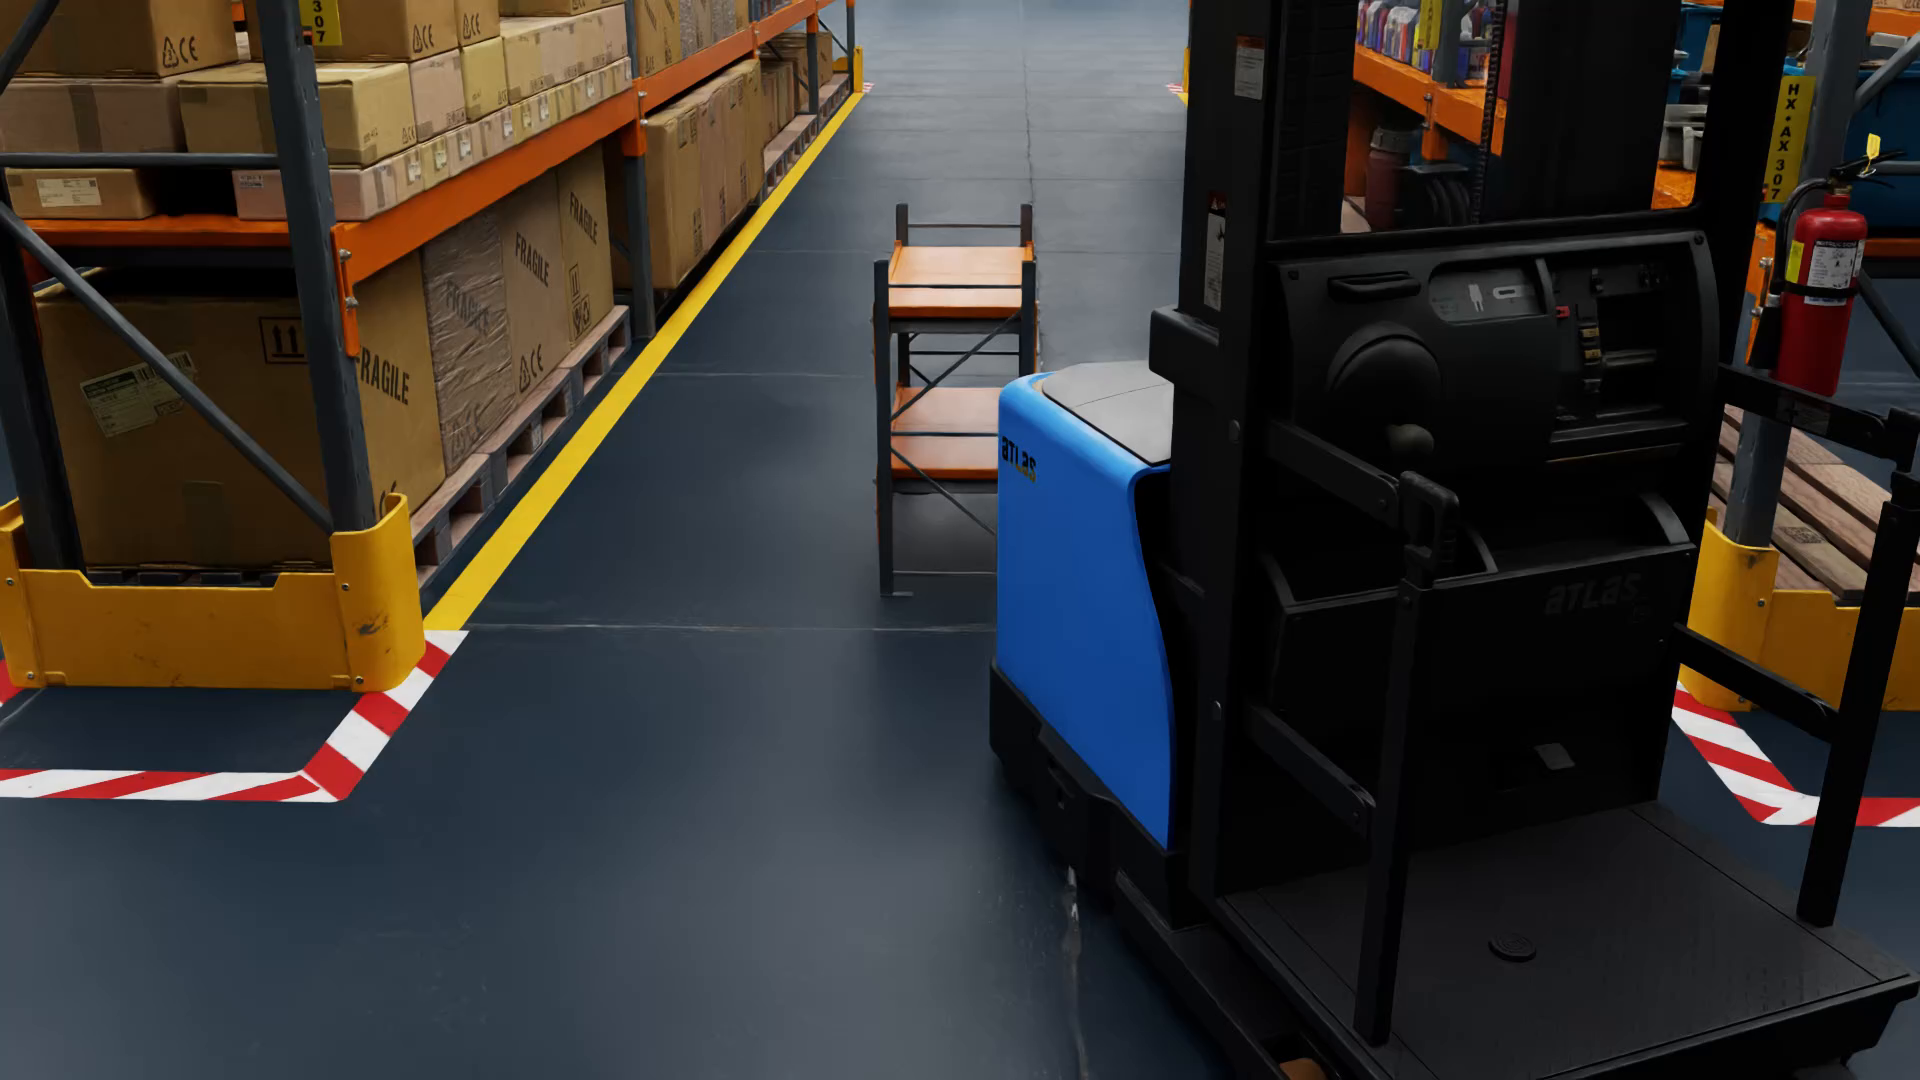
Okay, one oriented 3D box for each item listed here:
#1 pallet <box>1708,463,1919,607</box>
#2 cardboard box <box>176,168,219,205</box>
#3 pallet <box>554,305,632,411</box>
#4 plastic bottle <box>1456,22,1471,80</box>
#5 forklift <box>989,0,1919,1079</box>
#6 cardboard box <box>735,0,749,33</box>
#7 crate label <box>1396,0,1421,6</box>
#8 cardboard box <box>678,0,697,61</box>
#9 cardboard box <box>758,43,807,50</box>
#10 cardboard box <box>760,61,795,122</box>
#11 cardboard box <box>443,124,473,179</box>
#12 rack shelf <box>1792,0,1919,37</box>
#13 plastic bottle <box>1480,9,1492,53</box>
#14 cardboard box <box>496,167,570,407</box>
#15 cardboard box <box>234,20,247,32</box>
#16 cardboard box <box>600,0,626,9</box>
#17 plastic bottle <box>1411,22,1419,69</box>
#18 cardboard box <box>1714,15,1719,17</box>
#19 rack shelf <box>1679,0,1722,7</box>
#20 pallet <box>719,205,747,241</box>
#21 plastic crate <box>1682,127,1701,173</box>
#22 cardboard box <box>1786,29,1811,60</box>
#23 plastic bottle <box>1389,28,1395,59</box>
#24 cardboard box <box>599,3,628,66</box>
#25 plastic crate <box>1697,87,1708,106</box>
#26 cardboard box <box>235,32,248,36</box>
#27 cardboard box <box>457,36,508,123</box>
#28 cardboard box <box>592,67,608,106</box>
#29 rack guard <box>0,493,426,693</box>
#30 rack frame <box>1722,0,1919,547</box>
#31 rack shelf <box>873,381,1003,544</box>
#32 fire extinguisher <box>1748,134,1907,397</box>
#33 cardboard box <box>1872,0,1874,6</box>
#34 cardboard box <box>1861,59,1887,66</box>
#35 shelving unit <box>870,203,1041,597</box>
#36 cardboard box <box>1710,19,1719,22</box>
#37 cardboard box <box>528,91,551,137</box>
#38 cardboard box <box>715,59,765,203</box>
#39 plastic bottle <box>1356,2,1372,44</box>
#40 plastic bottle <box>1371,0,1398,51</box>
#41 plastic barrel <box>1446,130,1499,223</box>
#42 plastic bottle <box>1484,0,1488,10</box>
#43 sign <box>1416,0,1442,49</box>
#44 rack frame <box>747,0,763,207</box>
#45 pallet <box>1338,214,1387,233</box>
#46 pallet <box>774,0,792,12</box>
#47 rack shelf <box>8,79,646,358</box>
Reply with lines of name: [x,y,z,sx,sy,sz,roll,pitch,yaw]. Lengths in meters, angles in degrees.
pallet: [2.777,0.030,5.660,1.003,0.211,1.213,1,21,2]
cardboard box: [-2.549,-1.136,5.158,0.380,0.149,0.250,1,21,2]
pallet: [-2.217,-0.899,8.054,1.003,0.211,1.213,1,21,2]
plastic bottle: [2.524,-2.507,8.515,0.152,0.276,0.135,1,21,2]
forklift: [1.071,-0.334,2.838,1.130,2.935,3.031,-8,23,-19]
cardboard box: [-1.761,-3.785,11.499,0.500,0.500,0.500,1,21,3]
crate label: [3.344,-3.935,12.256,0.303,0.233,0.416,1,21,2]
cardboard box: [-1.821,-3.046,9.595,0.500,0.500,0.500,0,21,0]
cardboard box: [-1.870,-4.973,17.574,0.500,0.500,0.500,-1,21,-3]
cardboard box: [-1.912,-4.184,15.512,0.700,0.500,0.500,-1,21,-3]
cardboard box: [-1.876,-1.314,5.617,0.380,0.149,0.250,0,21,1]
rack shelf: [7.969,-4.197,13.693,1.077,0.370,4.000,1,21,2]
plastic bottle: [3.158,-3.054,9.931,0.097,0.271,0.097,0,21,0]
cardboard box: [-2.243,-1.115,7.113,0.875,0.875,0.875,1,21,2]
cardboard box: [-6.738,-4.889,16.838,0.875,0.875,0.875,1,21,2]
cardboard box: [-1.862,-2.722,7.658,0.500,0.500,0.500,1,21,3]
plastic bottle: [2.536,-2.732,8.991,0.144,0.351,0.185,1,21,2]
cardboard box: [8.417,-5.406,17.999,0.500,0.500,0.500,1,21,2]
rack shelf: [8.090,-5.643,17.421,1.077,0.370,4.000,1,21,2]
pallet: [-2.093,-2.335,11.756,1.003,0.211,1.213,1,21,2]
plastic crate: [2.581,-1.279,5.460,0.396,0.136,0.243,1,21,2]
cardboard box: [8.357,-4.683,16.136,0.500,0.500,0.500,1,21,2]
plastic bottle: [2.531,-2.877,9.573,0.097,0.201,0.097,0,21,0]
cardboard box: [-1.866,-2.379,7.811,0.500,0.250,0.500,0,21,1]
plastic crate: [3.083,-1.691,6.522,0.293,0.136,0.466,1,21,2]
cardboard box: [-2.445,-1.830,6.394,0.500,0.250,0.500,1,21,2]
cardboard box: [-1.925,-1.636,5.895,0.500,0.250,0.500,0,21,0]
cardboard box: [-1.813,-2.056,7.529,0.380,0.149,0.250,0,21,1]
rack guard: [-2.238,0.147,4.959,1.175,0.500,0.348,1,21,2]
rack frame: [2.714,-0.972,4.388,1.000,3.000,0.127,1,21,2]
rack shelf: [0.000,-0.294,5.908,0.538,0.278,1.000,1,21,2]
fire extinguisher: [2.255,-0.713,4.342,0.296,0.674,0.183,1,21,2]
cardboard box: [7.974,-4.834,14.203,0.500,0.500,0.500,2,21,6]
cardboard box: [8.304,-4.281,15.361,0.500,0.311,0.500,1,21,2]
shelving unit: [0.000,-0.522,5.819,0.538,1.125,1.048,1,21,2]
cardboard box: [7.864,-5.231,17.549,0.500,0.500,0.500,1,21,2]
cardboard box: [-1.845,-1.686,6.574,0.380,0.149,0.250,1,21,3]
cardboard box: [-2.036,-2.875,11.650,1.225,0.875,0.875,0,21,-1]
plastic bottle: [2.562,-3.276,10.504,0.097,0.271,0.097,0,21,0]
plastic bottle: [2.570,-3.130,10.017,0.144,0.351,0.185,1,21,2]
plastic barrel: [2.869,-1.833,8.926,0.600,0.901,0.708,1,21,2]
plastic bottle: [3.290,-3.221,10.251,0.144,0.351,0.185,1,21,2]
sign: [2.285,-2.554,8.083,0.100,0.325,0.005,1,21,2]
rack frame: [-1.994,-3.919,11.984,1.000,3.000,0.127,1,21,2]
pallet: [2.935,-1.839,10.478,1.003,0.211,1.213,1,21,2]
pallet: [-1.974,-4.546,13.864,1.003,0.211,1.213,1,21,2]
rack shelf: [-2.176,-1.415,6.523,1.077,0.370,4.000,1,21,2]
